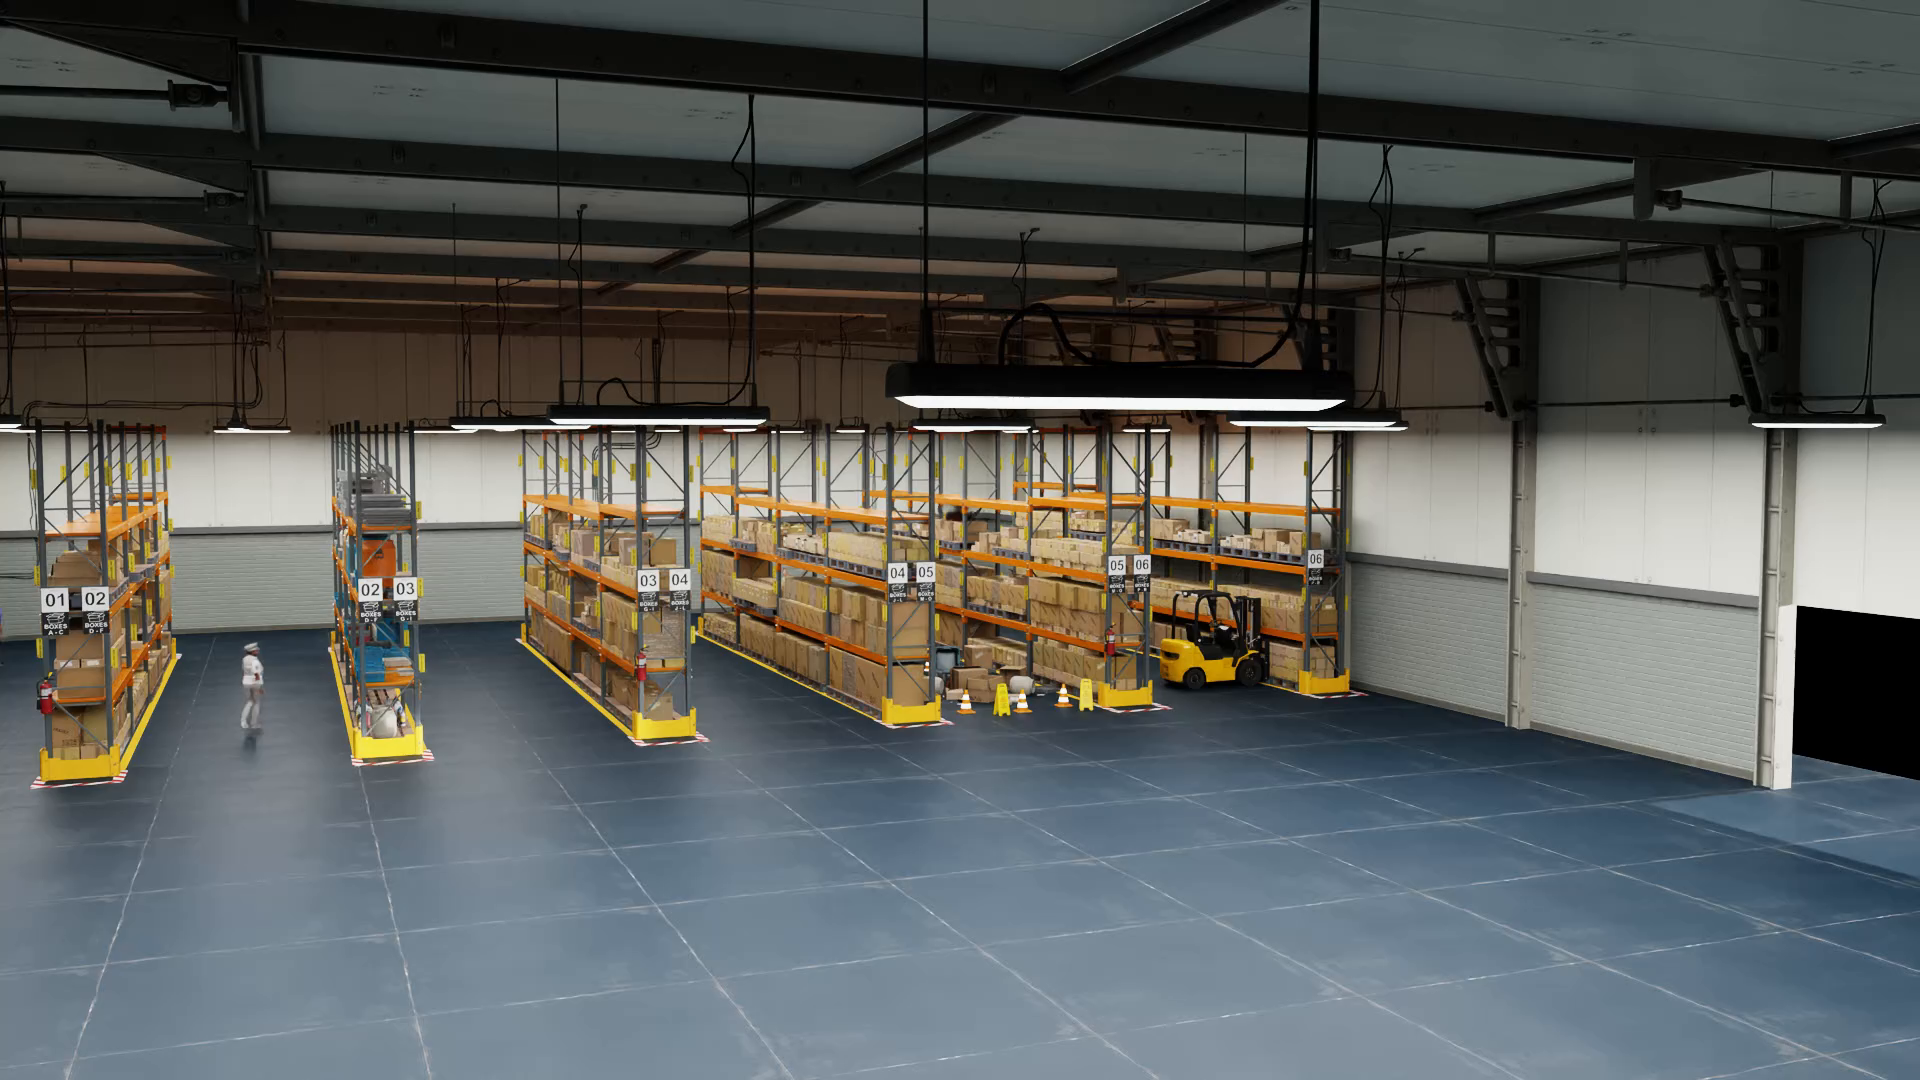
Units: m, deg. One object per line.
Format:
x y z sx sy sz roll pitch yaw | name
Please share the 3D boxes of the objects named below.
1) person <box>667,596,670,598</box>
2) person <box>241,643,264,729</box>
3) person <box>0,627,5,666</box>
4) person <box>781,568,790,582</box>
-8.388 1.849 49.151 0.551 1.597 0.932 0 4 6 | person
-13.798 2.841 32.419 0.449 1.682 0.479 1 4 13 | person
-23.679 2.432 40.666 0.589 1.487 0.987 -1 4 -23 | person
-5.408 1.682 51.370 0.641 1.661 0.501 -4 5 -45 | person
